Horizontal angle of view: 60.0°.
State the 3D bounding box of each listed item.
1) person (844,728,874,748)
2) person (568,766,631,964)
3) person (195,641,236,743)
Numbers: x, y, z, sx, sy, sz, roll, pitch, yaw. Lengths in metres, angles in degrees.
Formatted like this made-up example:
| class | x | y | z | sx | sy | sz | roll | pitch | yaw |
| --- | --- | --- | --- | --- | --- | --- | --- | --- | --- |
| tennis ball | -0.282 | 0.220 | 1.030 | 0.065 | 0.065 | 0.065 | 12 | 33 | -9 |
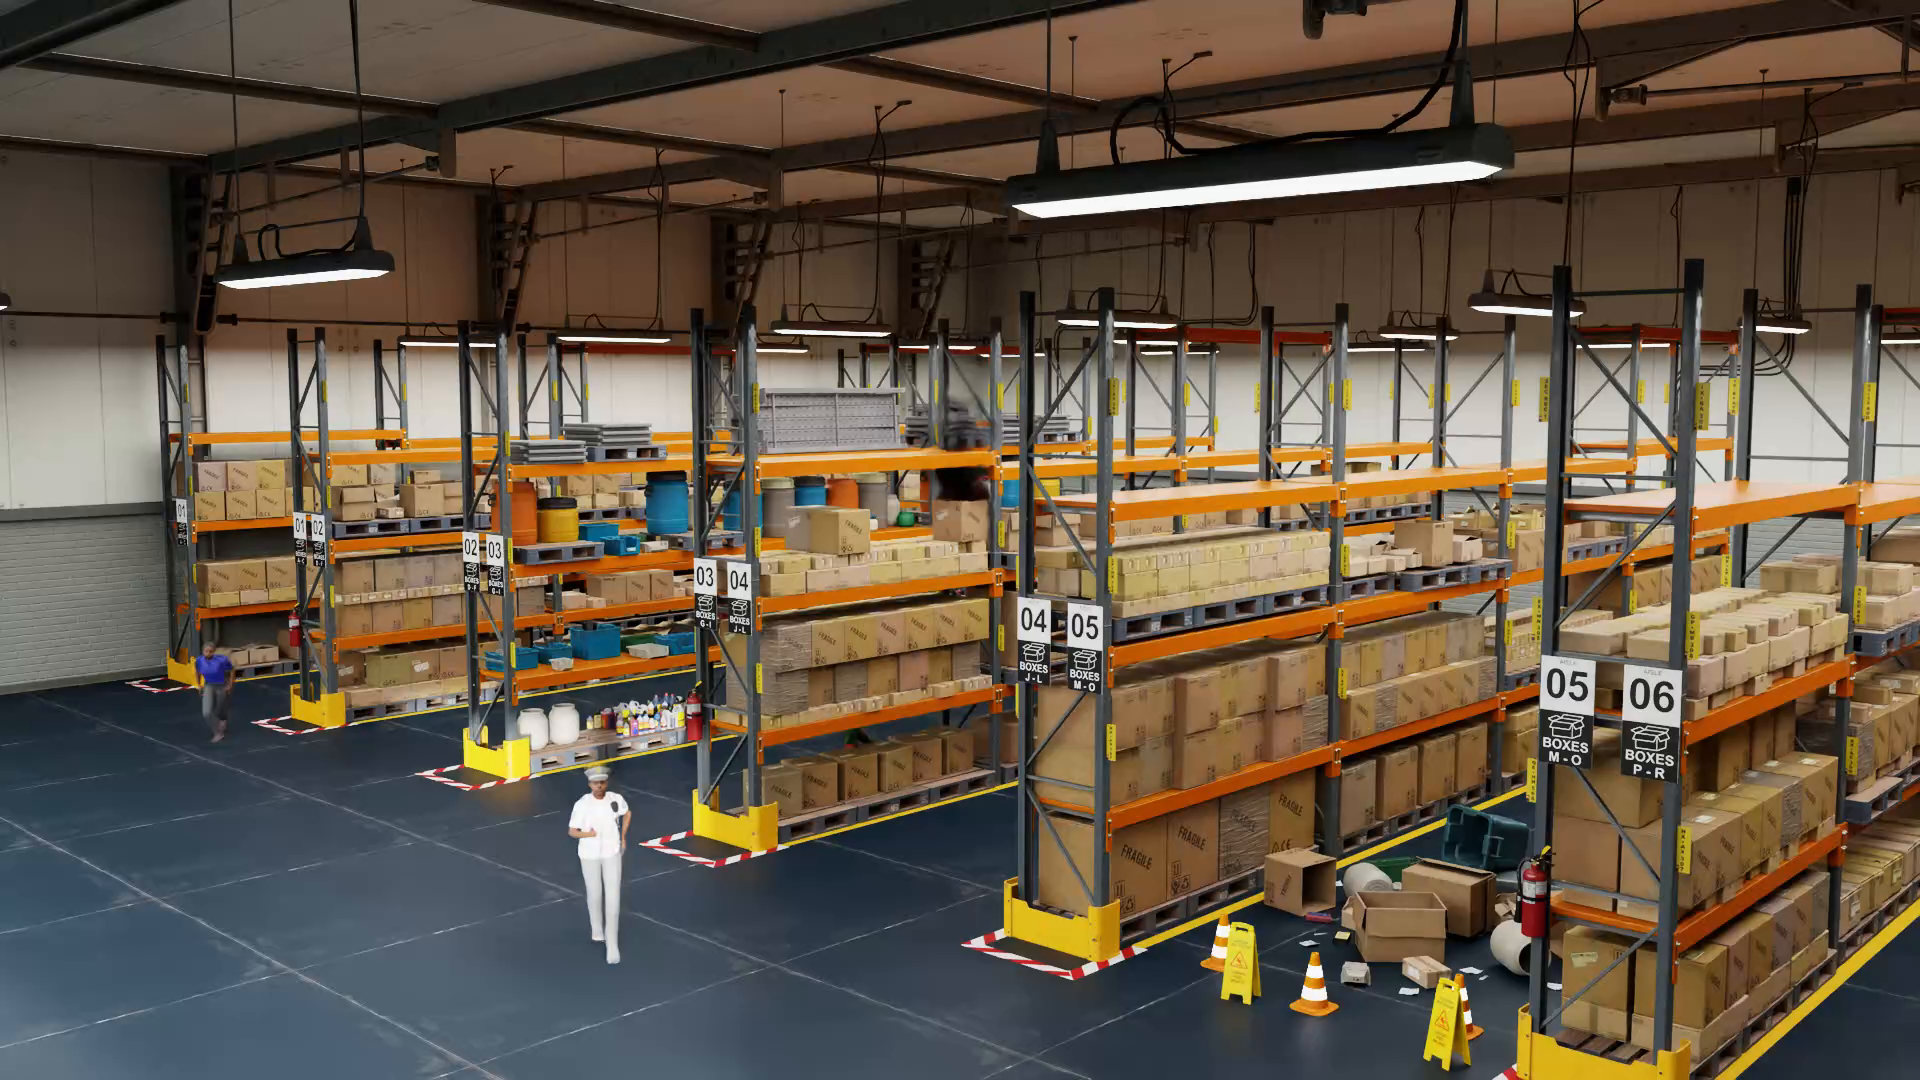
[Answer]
| class | x | y | z | sx | sy | sz | roll | pitch | yaw |
| --- | --- | --- | --- | --- | --- | --- | --- | --- | --- |
| person | -1.401 | 2.162 | 22.223 | 0.661 | 1.767 | 0.935 | 4 | 7 | 36 |
| person | -3.265 | 2.900 | 15.117 | 0.564 | 1.752 | 0.753 | -1 | 6 | -13 |
| person | -10.805 | 2.166 | 24.187 | 0.530 | 1.509 | 0.925 | -1 | 5 | -10 |
